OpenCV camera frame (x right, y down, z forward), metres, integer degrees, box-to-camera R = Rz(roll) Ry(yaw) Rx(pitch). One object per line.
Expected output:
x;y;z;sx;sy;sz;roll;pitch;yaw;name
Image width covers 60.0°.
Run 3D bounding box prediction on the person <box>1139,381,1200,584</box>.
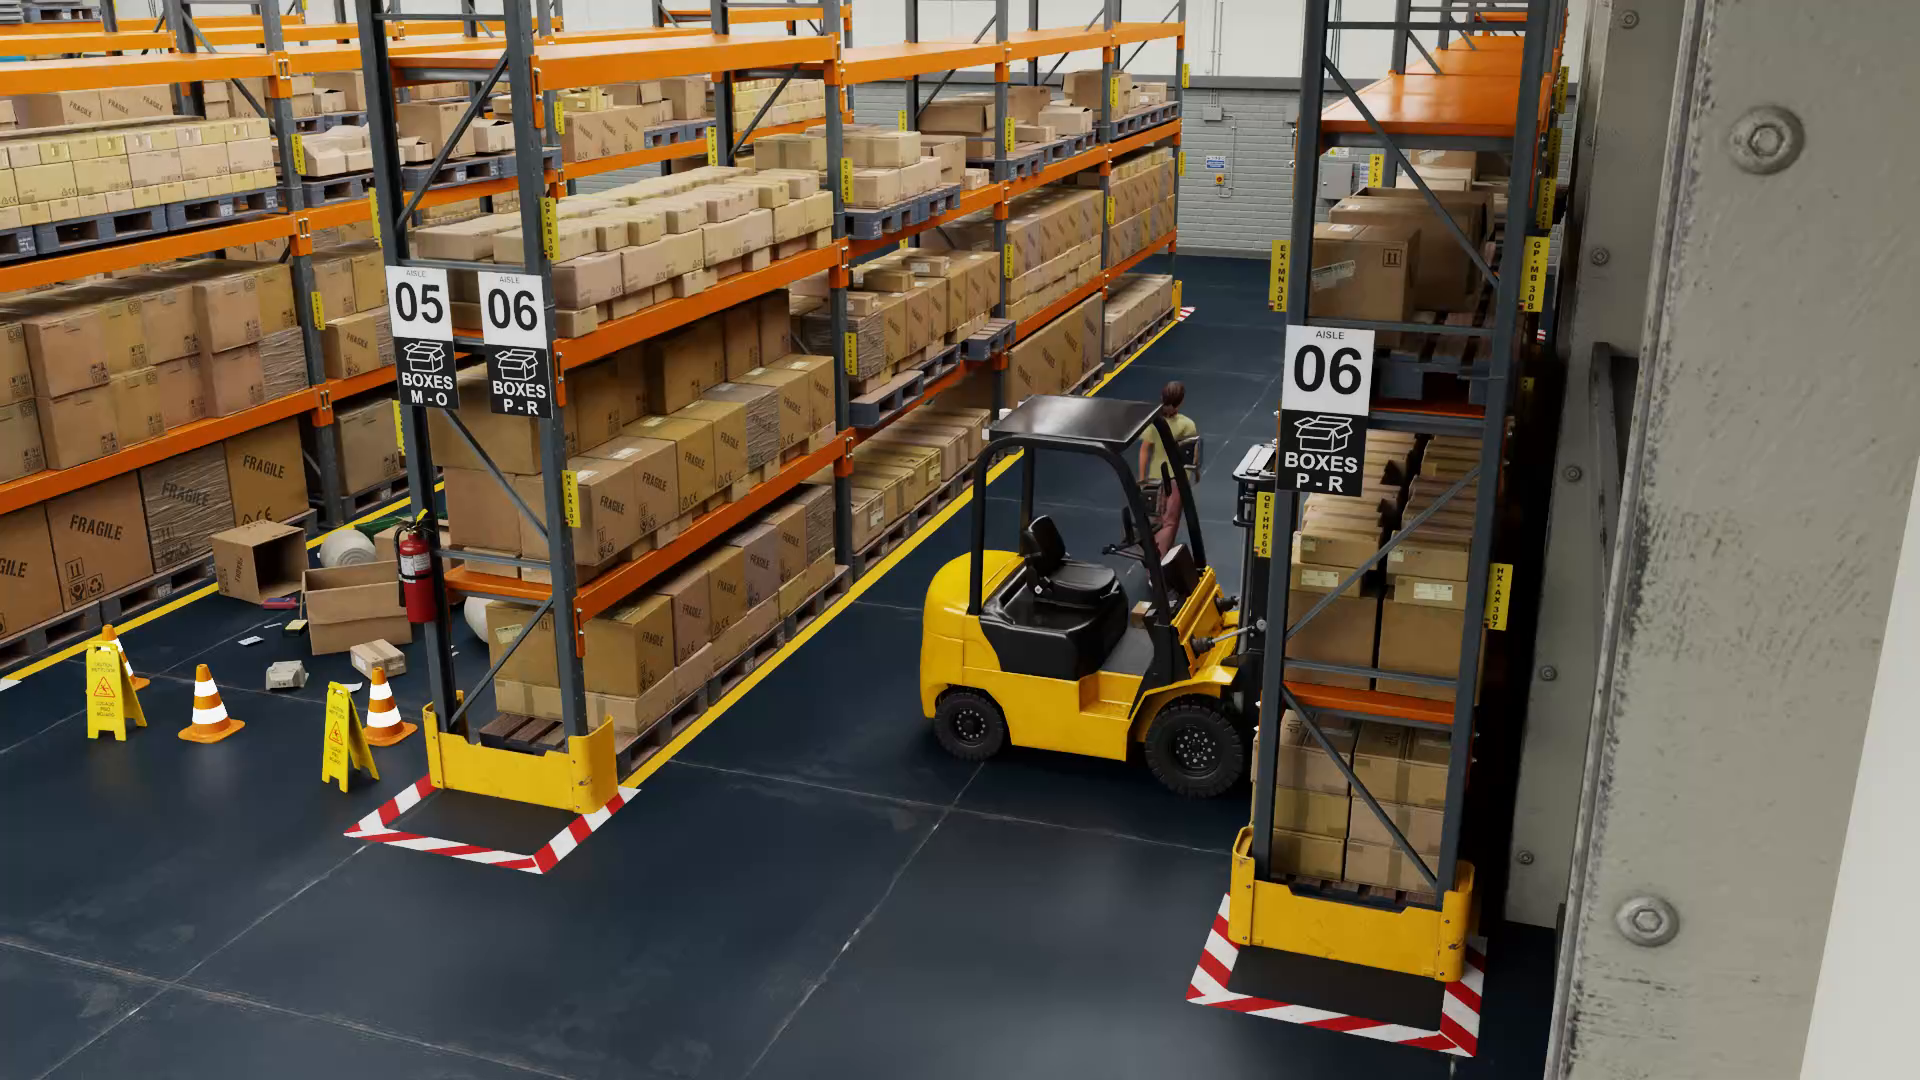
1.738;-0.511;13.534;0.443;1.635;0.943;10;21;27;person
